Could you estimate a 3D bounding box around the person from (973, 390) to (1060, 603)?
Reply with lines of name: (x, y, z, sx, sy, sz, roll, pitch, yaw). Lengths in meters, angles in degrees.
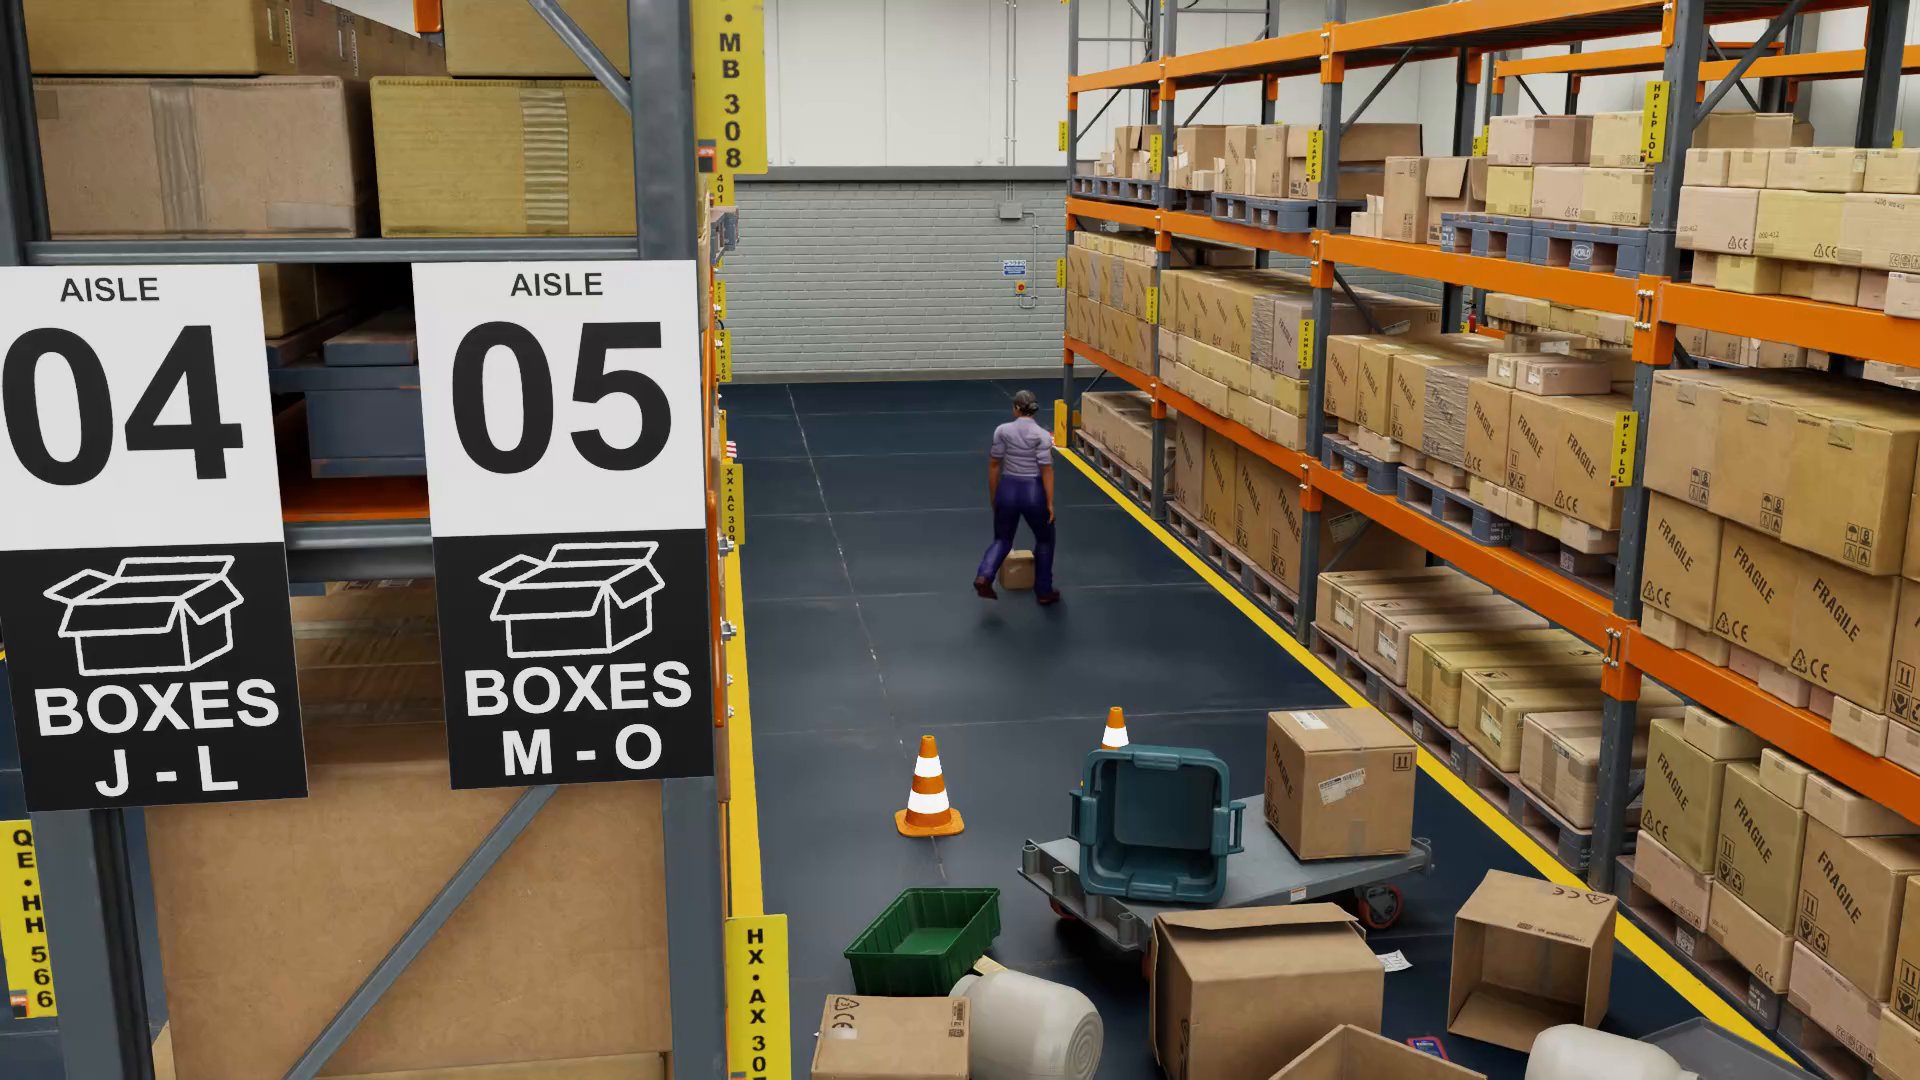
person: (0.456, -0.302, 12.282, 0.509, 1.618, 0.767, 5, 14, 22)
